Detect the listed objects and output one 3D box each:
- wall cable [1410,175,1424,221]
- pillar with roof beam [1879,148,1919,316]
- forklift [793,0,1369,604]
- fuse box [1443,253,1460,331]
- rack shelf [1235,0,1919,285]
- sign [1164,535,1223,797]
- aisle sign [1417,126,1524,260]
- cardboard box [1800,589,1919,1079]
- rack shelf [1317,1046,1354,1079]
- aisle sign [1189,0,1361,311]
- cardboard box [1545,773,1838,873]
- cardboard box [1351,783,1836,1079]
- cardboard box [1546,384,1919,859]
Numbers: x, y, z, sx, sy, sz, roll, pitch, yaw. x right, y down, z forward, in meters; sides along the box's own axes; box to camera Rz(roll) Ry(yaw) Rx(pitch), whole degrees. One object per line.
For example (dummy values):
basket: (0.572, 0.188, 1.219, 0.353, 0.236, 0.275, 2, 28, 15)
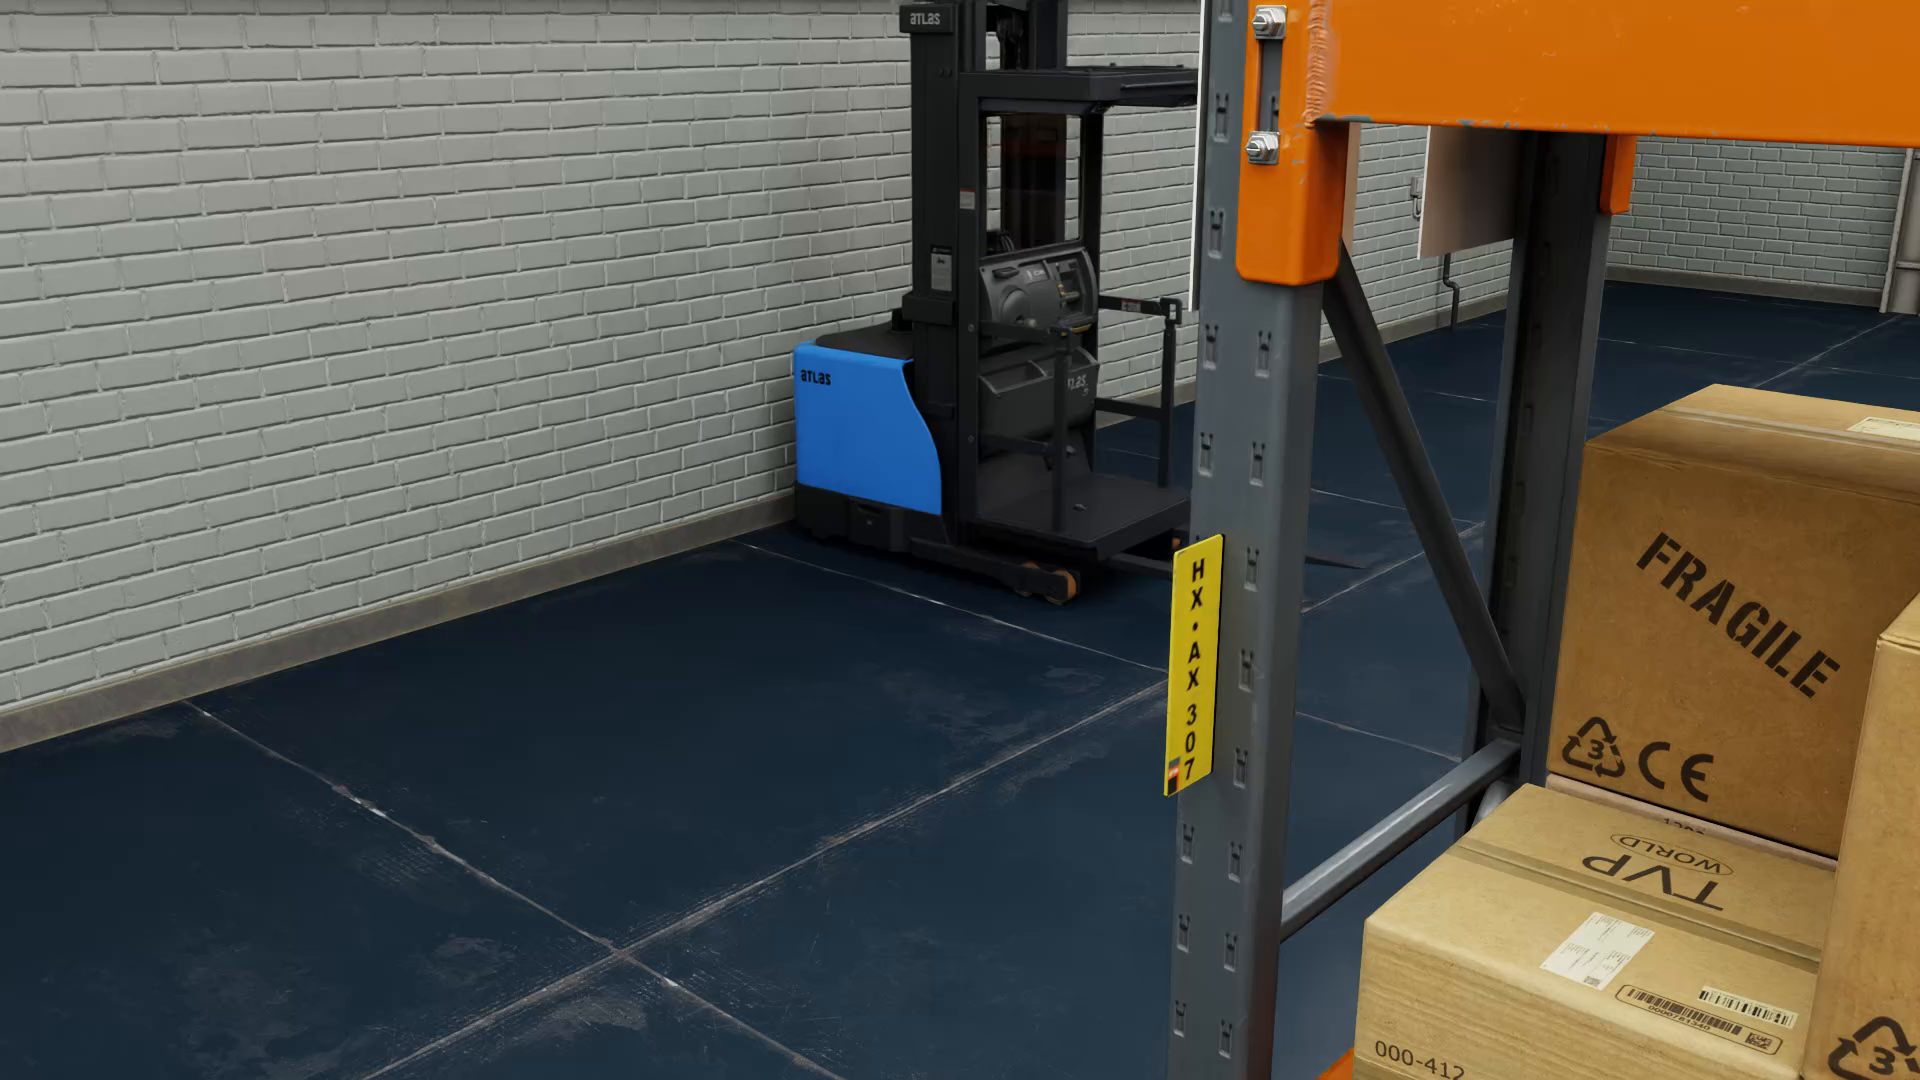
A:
wall cable: (3.944, -3.691, 14.104, 0.122, 1.984, 0.588, 15, 23, 39)
pillar with roof beam: (6.260, -5.511, 11.602, 0.400, 9.000, 9.100, 15, 23, 39)
forklift: (0.568, -1.264, 8.250, 3.031, 2.935, 1.130, 13, 22, 36)
fuse box: (4.514, -2.716, 14.840, 0.414, 1.711, 0.539, 15, 23, 39)
rack shelf: (2.162, -0.200, 1.014, 4.000, 0.370, 1.077, 15, 23, 39)
sign: (0.293, 0.159, 2.089, 0.005, 0.325, 0.100, 15, 23, 39)
aisle sign: (0.811, -0.836, 2.490, 0.004, 0.787, 0.394, 15, 23, 39)
cardboard box: (1.220, 0.315, 1.676, 0.500, 0.500, 0.500, 14, 23, 38)
rack shelf: (2.162, 1.230, 1.467, 4.000, 0.370, 1.077, 15, 23, 39)
aisle sign: (0.413, -0.700, 2.062, 0.004, 0.787, 0.394, 15, 23, 39)
cardboard box: (1.204, 0.452, 2.484, 0.500, 0.250, 0.500, 15, 23, 38)
cardboard box: (0.846, 0.572, 2.106, 0.500, 0.250, 0.500, 14, 23, 38)
cardboard box: (1.205, 0.096, 2.367, 0.500, 0.500, 0.500, 15, 23, 40)
